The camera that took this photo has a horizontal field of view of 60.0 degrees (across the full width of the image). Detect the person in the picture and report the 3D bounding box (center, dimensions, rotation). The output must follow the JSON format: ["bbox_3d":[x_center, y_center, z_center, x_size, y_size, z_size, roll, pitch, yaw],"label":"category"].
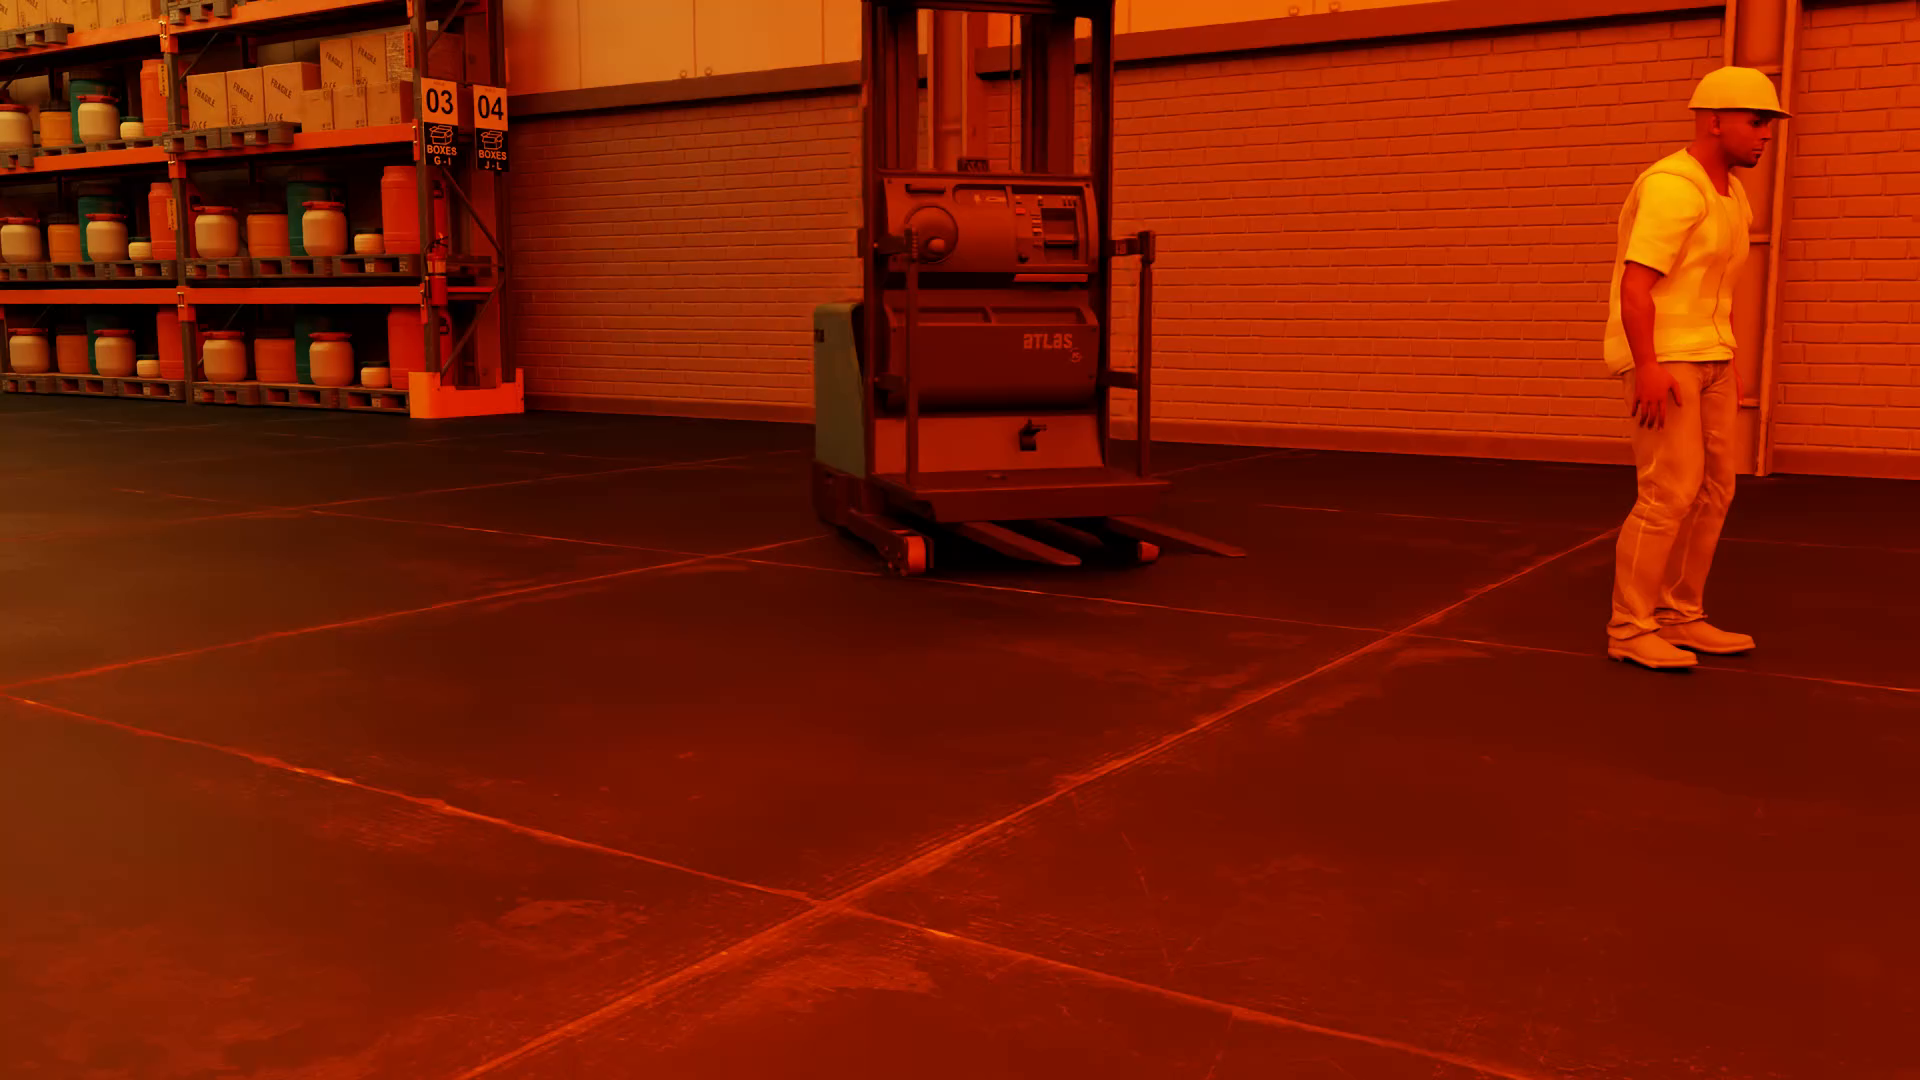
[{"bbox_3d":[2.200,-0.517,5.004,0.626,1.759,0.463,-7,11,-41],"label":"person"}]

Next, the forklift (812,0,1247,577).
[{"bbox_3d":[0.202,-1.367,6.809,1.130,2.935,3.031,-3,8,-17],"label":"forklift"}]
